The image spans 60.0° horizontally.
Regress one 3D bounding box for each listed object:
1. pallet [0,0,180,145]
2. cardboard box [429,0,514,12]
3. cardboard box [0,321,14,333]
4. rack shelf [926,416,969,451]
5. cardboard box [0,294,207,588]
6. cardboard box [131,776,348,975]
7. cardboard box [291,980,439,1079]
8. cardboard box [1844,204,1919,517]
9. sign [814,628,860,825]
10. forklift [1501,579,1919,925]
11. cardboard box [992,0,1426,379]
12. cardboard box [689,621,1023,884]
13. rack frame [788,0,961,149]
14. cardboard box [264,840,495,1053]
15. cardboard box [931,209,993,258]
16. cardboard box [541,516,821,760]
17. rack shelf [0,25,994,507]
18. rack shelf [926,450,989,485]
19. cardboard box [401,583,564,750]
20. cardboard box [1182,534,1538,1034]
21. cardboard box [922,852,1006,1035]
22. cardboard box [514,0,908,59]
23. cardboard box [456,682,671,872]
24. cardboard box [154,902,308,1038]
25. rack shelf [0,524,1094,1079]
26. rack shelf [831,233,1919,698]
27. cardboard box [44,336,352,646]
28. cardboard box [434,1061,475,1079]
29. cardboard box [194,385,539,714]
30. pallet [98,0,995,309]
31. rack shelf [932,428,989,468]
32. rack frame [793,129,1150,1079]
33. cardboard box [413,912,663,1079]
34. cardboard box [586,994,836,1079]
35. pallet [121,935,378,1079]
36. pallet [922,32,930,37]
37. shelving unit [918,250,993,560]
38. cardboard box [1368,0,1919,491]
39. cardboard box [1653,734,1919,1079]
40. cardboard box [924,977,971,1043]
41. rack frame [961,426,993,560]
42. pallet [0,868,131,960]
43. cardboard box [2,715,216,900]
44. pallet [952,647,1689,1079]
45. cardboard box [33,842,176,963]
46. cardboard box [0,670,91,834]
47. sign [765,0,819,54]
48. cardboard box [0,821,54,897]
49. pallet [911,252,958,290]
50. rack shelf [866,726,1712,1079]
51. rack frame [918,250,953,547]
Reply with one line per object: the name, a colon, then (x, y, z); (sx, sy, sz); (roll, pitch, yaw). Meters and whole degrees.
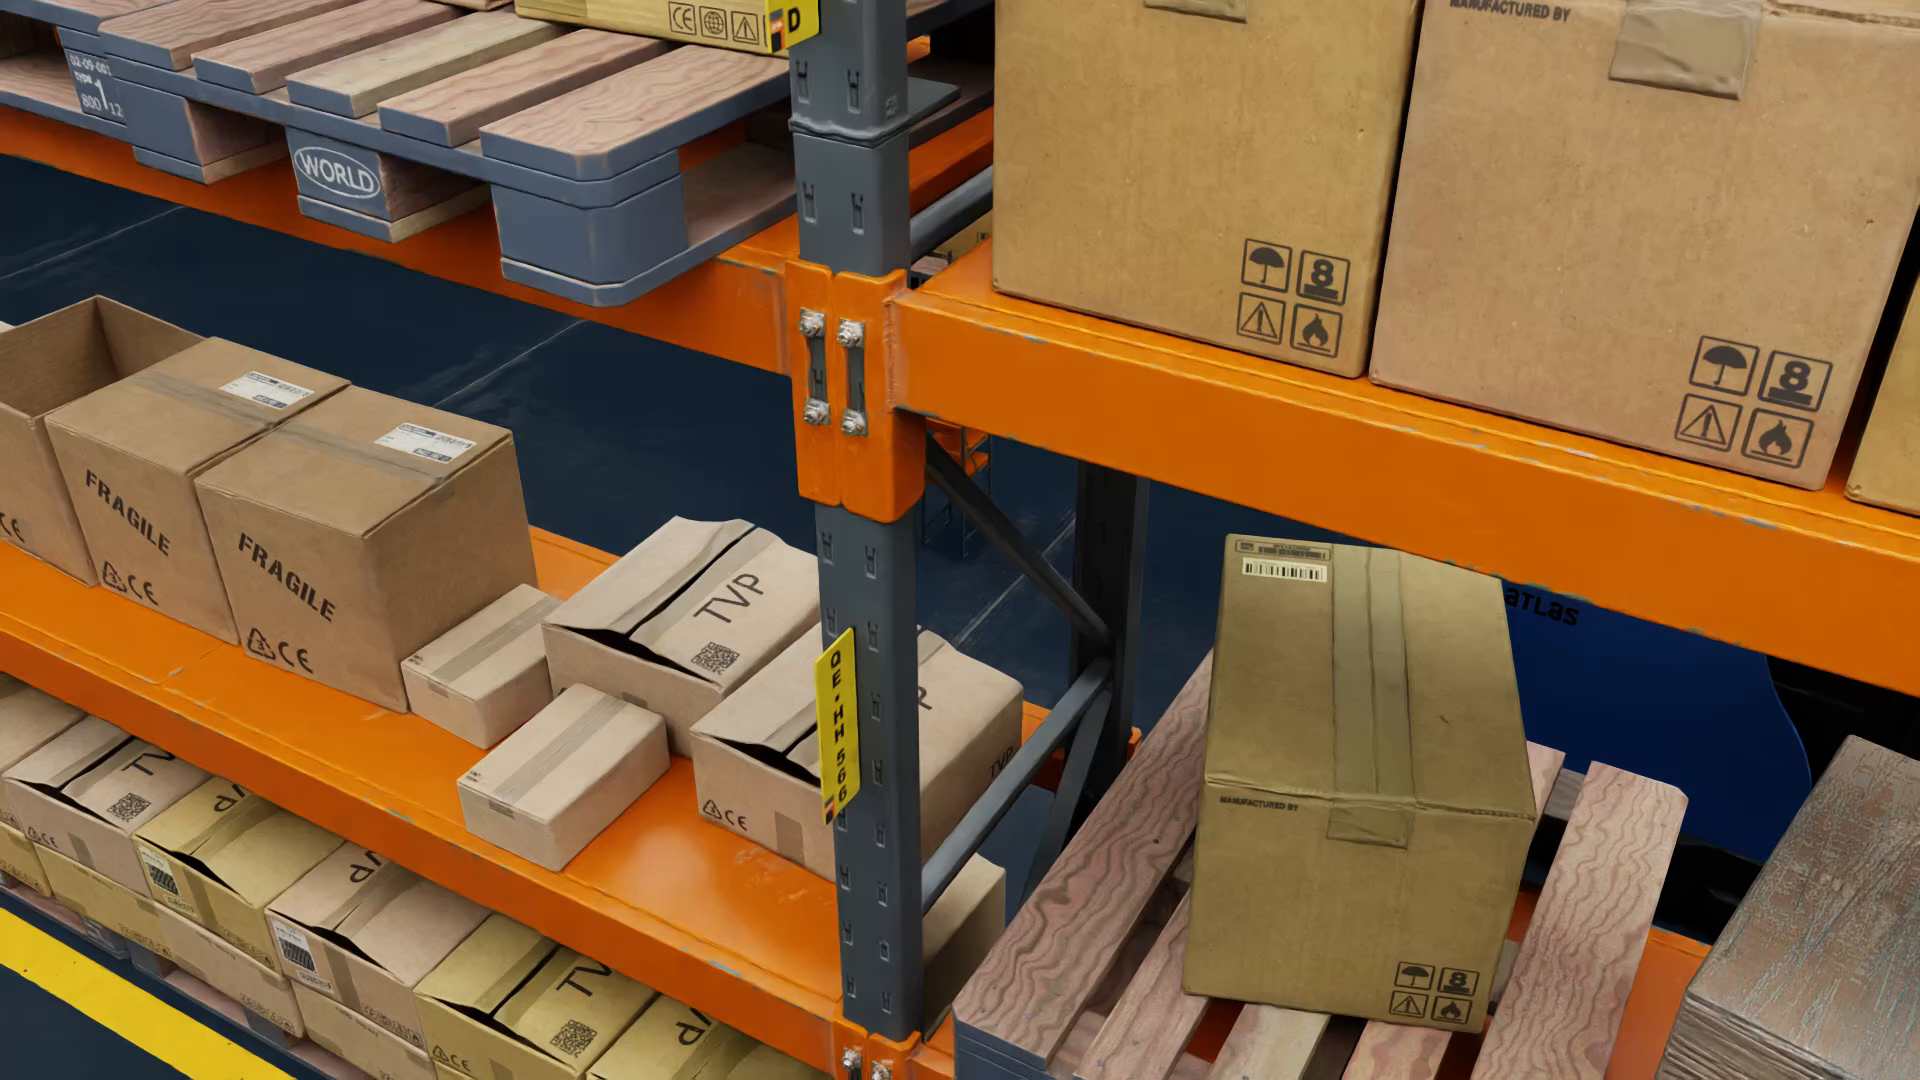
pallet: (-1.521, -1.115, 3.182); (1.213, 0.211, 1.003); (19, 38, 27)
cardboard box: (-0.801, -1.089, 2.730); (0.500, 0.250, 0.500); (19, 38, 26)
cardboard box: (-2.939, -0.419, 4.808); (0.500, 0.250, 0.500); (20, 39, 27)
rack shelf: (-0.013, -0.466, 6.448); (0.180, 0.103, 0.258); (18, 37, 24)
cardboard box: (-2.272, -0.273, 4.364); (0.500, 0.500, 0.500); (20, 39, 28)
cardboard box: (-1.817, 0.796, 4.444); (0.500, 0.311, 0.500); (19, 38, 26)
cardboard box: (-1.377, 1.167, 4.393); (0.500, 0.250, 0.500); (18, 38, 25)
cardboard box: (1.375, -0.399, 1.846); (0.500, 0.500, 0.910); (18, 37, 24)
sign: (-0.188, 0.291, 2.563); (0.005, 0.325, 0.100); (18, 37, 24)
forklift: (3.033, -0.105, 4.264); (3.031, 2.935, 1.130); (20, 39, 27)
cardboard box: (0.480, -0.682, 2.271); (0.500, 0.500, 0.910); (18, 37, 24)
cardboard box: (-0.209, 0.421, 3.492); (0.500, 0.311, 0.500); (20, 39, 27)
rack frame: (0.085, -1.992, 1.623); (0.127, 3.000, 1.000); (18, 37, 24)
cardboard box: (-1.383, 0.935, 4.235); (0.500, 0.311, 0.500); (17, 37, 24)
cardboard box: (0.187, -1.811, 8.621); (0.500, 0.500, 0.700); (17, 37, 23)
cardboard box: (-0.596, 0.203, 3.820); (0.500, 0.311, 0.500); (17, 37, 24)
rack shelf: (-1.652, -0.995, 3.480); (4.000, 0.370, 1.077); (18, 37, 24)
rack shelf: (-0.013, -0.267, 6.581); (0.180, 0.103, 0.258); (18, 37, 24)
cardboard box: (-1.050, 0.286, 3.842); (0.250, 0.149, 0.380); (21, 39, 28)
cardboard box: (0.687, 0.407, 2.963); (0.500, 0.500, 0.700); (6, 34, 9)
cardboard box: (-0.224, 0.955, 4.205); (0.500, 0.311, 0.500); (19, 38, 26)
cardboard box: (-0.337, -0.954, 2.526); (0.500, 0.250, 0.500); (15, 36, 21)
cardboard box: (-0.833, 0.495, 3.527); (0.250, 0.149, 0.380); (18, 37, 24)
cardboard box: (-1.825, 1.027, 4.603); (0.500, 0.250, 0.500); (18, 38, 25)
rack shelf: (-1.652, 0.254, 4.311); (4.000, 0.370, 1.077); (18, 37, 24)
rack shelf: (1.821, 0.106, 1.828); (4.000, 0.370, 1.077); (18, 37, 24)
cardboard box: (-1.837, -0.135, 4.157); (0.500, 0.500, 0.500); (18, 38, 24)
cardboard box: (-0.942, 1.307, 4.183); (0.500, 0.250, 0.500); (17, 37, 24)
cardboard box: (-1.380, 0.009, 3.939); (0.500, 0.500, 0.500); (16, 37, 22)
pallet: (-0.549, -0.809, 2.723); (1.003, 0.211, 1.213); (19, 38, 27)
rack shelf: (-0.013, -0.367, 6.515); (0.180, 0.103, 0.258); (18, 37, 24)
rack frame: (0.085, 0.505, 3.286); (0.127, 3.000, 1.000); (18, 37, 24)
cardboard box: (-0.947, 1.076, 4.025); (0.500, 0.311, 0.500); (17, 37, 24)
cardboard box: (-0.492, 1.215, 3.815); (0.500, 0.311, 0.500); (19, 38, 26)
pallet: (-1.666, 1.084, 4.932); (1.213, 0.211, 1.003); (18, 37, 24)
pallet: (-0.342, -2.620, 8.152); (1.213, 0.211, 1.003); (18, 37, 24)
shelving unit: (-0.013, -0.503, 6.423); (0.189, 1.200, 0.258); (18, 37, 24)
cardboard box: (0.923, -0.542, 2.060); (0.500, 0.500, 0.910); (18, 37, 24)
cardboard box: (1.387, 0.751, 2.448); (0.500, 0.500, 0.700); (25, 41, 33)
cardboard box: (-0.224, 1.189, 4.360); (0.500, 0.250, 0.500); (17, 37, 24)
rack frame: (0.067, -0.478, 6.386); (0.006, 1.200, 0.240); (18, 37, 24)
pallet: (-2.729, 0.749, 5.435); (1.213, 0.211, 1.003); (18, 37, 24)
cardboard box: (-2.271, 0.656, 4.654); (0.500, 0.311, 0.500); (16, 37, 23)
pallet: (0.708, 0.737, 3.110); (1.003, 0.211, 1.213); (18, 37, 24)
cardboard box: (-2.267, 0.887, 4.814); (0.500, 0.250, 0.500); (16, 37, 23)
cardboard box: (-2.721, 0.515, 4.867); (0.500, 0.311, 0.500); (17, 37, 24)
sign: (-0.198, -0.727, 1.892); (0.005, 0.325, 0.100); (18, 37, 24)
cardboard box: (-2.718, 0.746, 5.026); (0.500, 0.250, 0.500); (19, 38, 26)
pallet: (-0.257, -1.606, 8.972); (1.213, 0.211, 1.003); (18, 37, 24)
rack shelf: (1.821, 1.354, 2.659); (4.000, 0.370, 1.077); (18, 37, 24)
rack frame: (-0.092, -0.529, 6.461); (0.006, 1.200, 0.240); (18, 37, 24)
